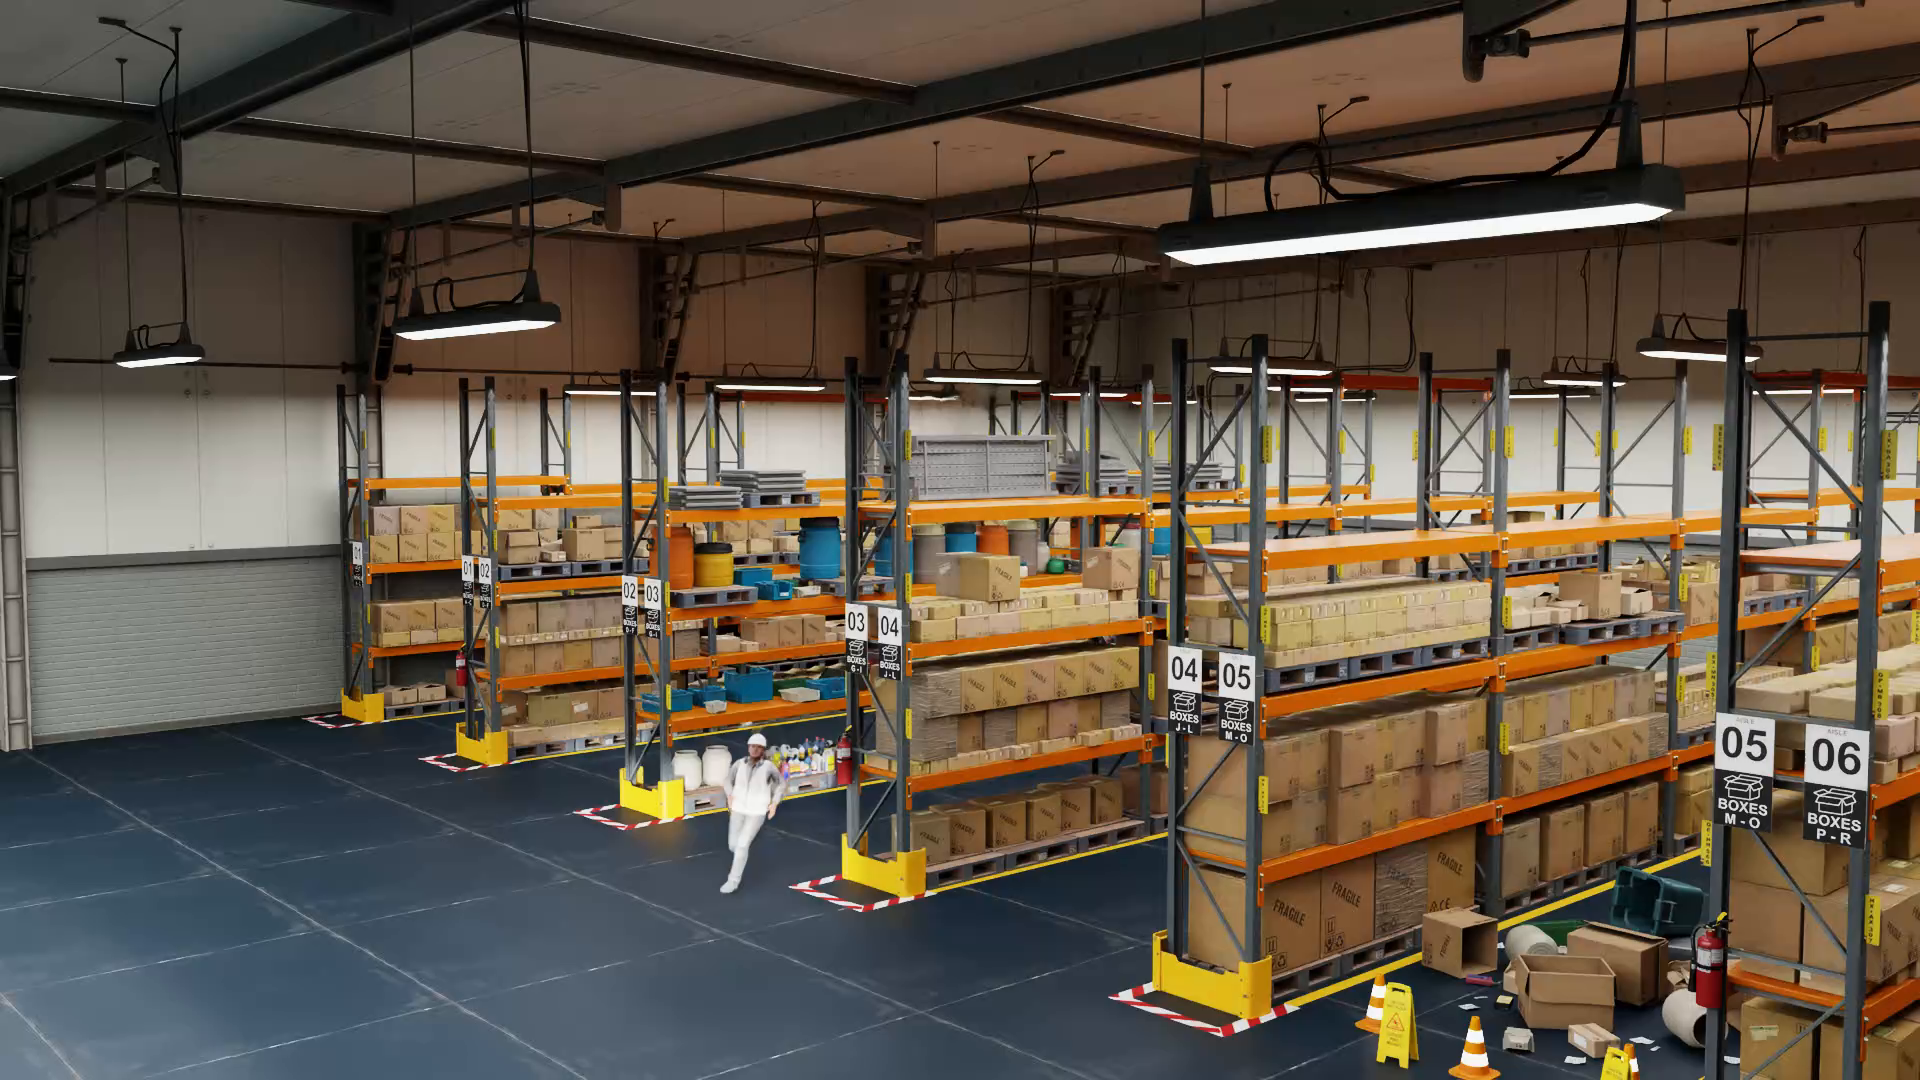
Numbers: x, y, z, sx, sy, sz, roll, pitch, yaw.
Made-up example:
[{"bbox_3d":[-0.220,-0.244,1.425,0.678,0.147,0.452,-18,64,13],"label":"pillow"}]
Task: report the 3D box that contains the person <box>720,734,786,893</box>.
[{"bbox_3d":[-2.361,3.057,18.837,0.710,1.729,0.899,1,4,12],"label":"person"}]
